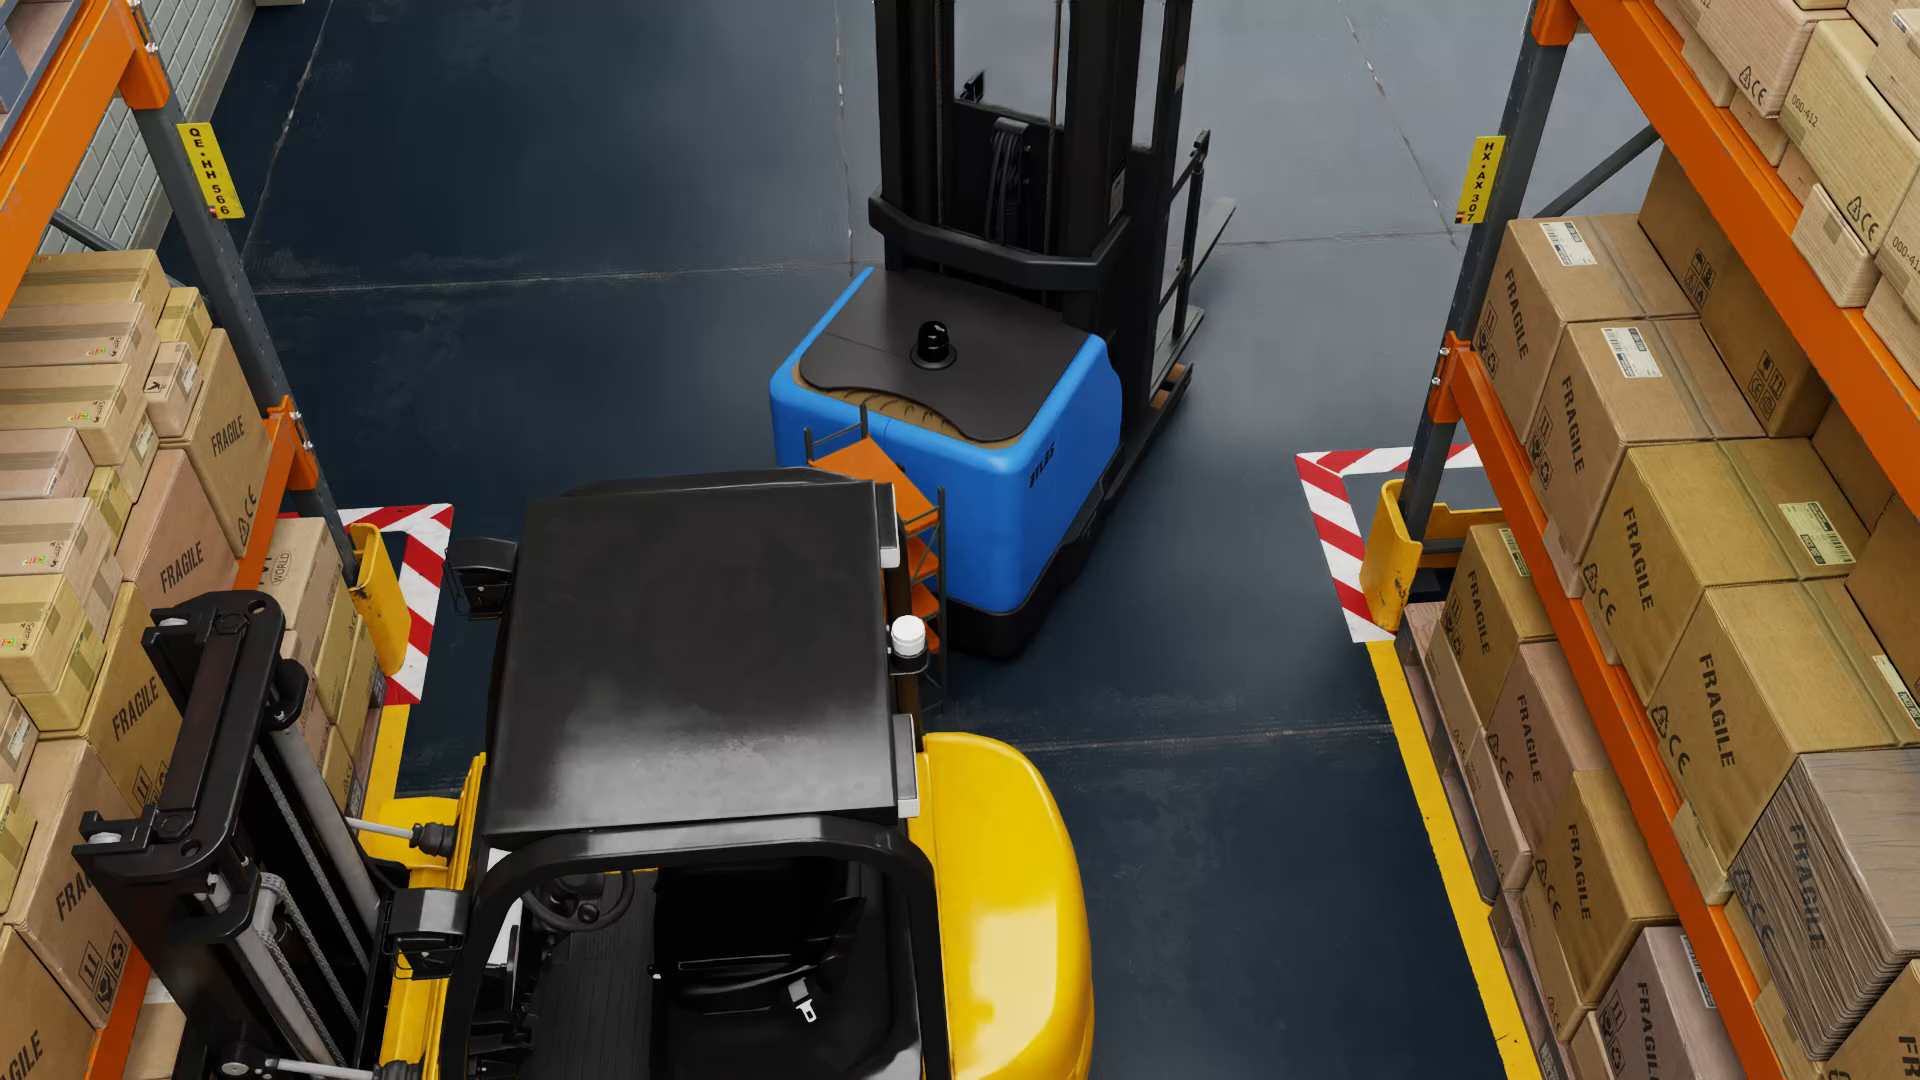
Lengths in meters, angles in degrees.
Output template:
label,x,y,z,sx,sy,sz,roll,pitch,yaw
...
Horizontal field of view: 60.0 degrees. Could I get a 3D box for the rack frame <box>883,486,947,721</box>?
label,x,y,z,sx,sy,sz,roll,pitch,yaw
rack frame,-0.152,0.289,5.786,0.240,1.200,0.015,-26,52,-22

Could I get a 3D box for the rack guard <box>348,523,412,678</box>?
label,x,y,z,sx,sy,sz,roll,pitch,yaw
rack guard,-2.745,0.264,6.292,1.175,0.500,0.348,-3,47,-3

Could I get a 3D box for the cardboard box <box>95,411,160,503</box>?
label,x,y,z,sx,sy,sz,roll,pitch,yaw
cardboard box,-2.423,-0.227,4.520,0.380,0.149,0.250,-3,47,-3

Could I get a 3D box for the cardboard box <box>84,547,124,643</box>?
label,x,y,z,sx,sy,sz,roll,pitch,yaw
cardboard box,-2.344,0.143,4.169,0.380,0.149,0.250,-5,47,-5

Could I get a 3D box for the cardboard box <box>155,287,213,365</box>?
label,x,y,z,sx,sy,sz,roll,pitch,yaw
cardboard box,-2.435,-0.602,4.875,0.380,0.149,0.250,-3,47,-3

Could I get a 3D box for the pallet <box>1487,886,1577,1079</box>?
label,x,y,z,sx,sy,sz,roll,pitch,yaw
pallet,2.341,1.602,5.224,1.003,0.211,1.213,-3,47,-3

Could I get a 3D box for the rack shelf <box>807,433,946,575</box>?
label,x,y,z,sx,sy,sz,roll,pitch,yaw
rack shelf,-0.287,-0.128,5.641,0.258,0.148,0.480,-26,52,-22

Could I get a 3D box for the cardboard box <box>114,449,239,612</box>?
label,x,y,z,sx,sy,sz,roll,pitch,yaw
cardboard box,-2.406,0.103,4.654,0.500,0.500,0.500,-2,47,-2

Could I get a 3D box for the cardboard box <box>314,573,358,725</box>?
label,x,y,z,sx,sy,sz,roll,pitch,yaw
cardboard box,-2.391,0.384,5.717,0.500,0.250,0.500,-4,47,-4

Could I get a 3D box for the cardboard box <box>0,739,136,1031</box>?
label,x,y,z,sx,sy,sz,roll,pitch,yaw
cardboard box,-2.310,0.837,3.959,0.500,0.500,0.500,-3,47,-3

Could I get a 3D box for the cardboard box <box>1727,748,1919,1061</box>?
label,x,y,z,sx,sy,sz,roll,pitch,yaw
cardboard box,2.155,0.821,3.769,0.500,0.500,0.500,-2,47,-2

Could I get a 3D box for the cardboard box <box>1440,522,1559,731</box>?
label,x,y,z,sx,sy,sz,roll,pitch,yaw
cardboard box,1.997,0.278,5.645,0.500,0.500,0.500,-5,47,-5

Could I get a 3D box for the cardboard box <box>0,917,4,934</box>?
label,x,y,z,sx,sy,sz,roll,pitch,yaw
cardboard box,-2.251,0.884,3.468,0.380,0.149,0.250,-5,47,-5

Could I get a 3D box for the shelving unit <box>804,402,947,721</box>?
label,x,y,z,sx,sy,sz,roll,pitch,yaw
shelving unit,-0.287,0.142,5.926,0.258,1.200,0.503,-26,52,-22

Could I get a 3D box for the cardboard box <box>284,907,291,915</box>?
label,x,y,z,sx,sy,sz,roll,pitch,yaw
cardboard box,-2.295,1.120,5.020,0.500,0.250,0.500,-4,47,-4

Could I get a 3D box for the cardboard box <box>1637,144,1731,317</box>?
label,x,y,z,sx,sy,sz,roll,pitch,yaw
cardboard box,2.463,-1.007,4.812,0.700,0.500,0.500,-5,47,-4

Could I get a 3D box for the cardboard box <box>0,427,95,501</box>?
label,x,y,z,sx,sy,sz,roll,pitch,yaw
cardboard box,-2.456,-0.143,4.235,0.380,0.149,0.250,-3,47,-3

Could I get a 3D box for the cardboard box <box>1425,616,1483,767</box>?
label,x,y,z,sx,sy,sz,roll,pitch,yaw
cardboard box,1.995,0.519,5.934,0.500,0.250,0.500,-4,47,-4

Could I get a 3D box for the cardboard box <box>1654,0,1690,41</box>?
label,x,y,z,sx,sy,sz,roll,pitch,yaw
cardboard box,2.018,-1.383,4.238,0.380,0.149,0.250,-5,47,-5

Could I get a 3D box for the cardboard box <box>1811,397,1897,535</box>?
label,x,y,z,sx,sy,sz,roll,pitch,yaw
cardboard box,2.643,-0.277,4.121,0.700,0.500,0.500,-4,47,-4

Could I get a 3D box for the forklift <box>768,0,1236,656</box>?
label,x,y,z,sx,sy,sz,roll,pitch,yaw
forklift,0.391,-1.642,6.423,1.130,2.935,3.031,19,50,17

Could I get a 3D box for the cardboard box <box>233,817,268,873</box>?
label,x,y,z,sx,sy,sz,roll,pitch,yaw
cardboard box,-2.293,0.927,4.859,0.500,0.250,0.500,-3,47,-3

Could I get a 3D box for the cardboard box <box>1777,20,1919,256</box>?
label,x,y,z,sx,sy,sz,roll,pitch,yaw
cardboard box,2.080,-0.847,3.456,0.500,0.250,0.500,-2,47,-2

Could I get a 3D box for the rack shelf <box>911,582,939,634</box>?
label,x,y,z,sx,sy,sz,roll,pitch,yaw
rack shelf,-0.287,0.188,5.975,0.258,0.148,0.480,-26,52,-22

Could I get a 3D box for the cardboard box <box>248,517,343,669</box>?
label,x,y,z,sx,sy,sz,roll,pitch,yaw
cardboard box,-2.394,0.193,5.553,0.500,0.250,0.500,-2,47,-2

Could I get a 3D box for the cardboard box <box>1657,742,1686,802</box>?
label,x,y,z,sx,sy,sz,roll,pitch,yaw
cardboard box,2.107,0.592,4.432,0.380,0.149,0.250,-5,47,-4

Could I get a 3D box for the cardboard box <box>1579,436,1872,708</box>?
label,x,y,z,sx,sy,sz,roll,pitch,yaw
cardboard box,2.057,0.083,4.468,0.500,0.500,0.500,-4,47,-4

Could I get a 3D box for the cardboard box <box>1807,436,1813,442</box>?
label,x,y,z,sx,sy,sz,roll,pitch,yaw
cardboard box,2.560,-0.281,4.813,0.500,0.500,0.500,-3,47,-3

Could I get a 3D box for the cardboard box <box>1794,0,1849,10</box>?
label,x,y,z,sx,sy,sz,roll,pitch,yaw
cardboard box,1.973,-1.280,3.591,0.380,0.149,0.250,-4,47,-3

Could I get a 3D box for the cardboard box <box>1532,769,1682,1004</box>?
label,x,y,z,sx,sy,sz,roll,pitch,yaw
cardboard box,2.079,1.020,4.943,0.500,0.500,0.500,-3,47,-3

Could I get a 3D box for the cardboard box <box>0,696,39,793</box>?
label,x,y,z,sx,sy,sz,roll,pitch,yaw
cardboard box,-2.372,0.511,3.821,0.380,0.149,0.250,-4,47,-4

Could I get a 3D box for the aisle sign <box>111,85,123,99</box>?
label,x,y,z,sx,sy,sz,roll,pitch,yaw
aisle sign,-2.456,-1.537,4.486,0.394,0.787,0.004,-3,47,-3

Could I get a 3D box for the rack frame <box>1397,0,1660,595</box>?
label,x,y,z,sx,sy,sz,roll,pitch,yaw
rack frame,2.203,-0.883,5.656,1.000,3.000,0.127,-3,47,-3

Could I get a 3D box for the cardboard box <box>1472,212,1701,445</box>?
label,x,y,z,sx,sy,sz,roll,pitch,yaw
cardboard box,1.966,-0.660,5.172,0.500,0.500,0.500,-4,47,-4

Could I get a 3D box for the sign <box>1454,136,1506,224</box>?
label,x,y,z,sx,sy,sz,roll,pitch,yaw
sign,1.662,-1.147,5.311,0.100,0.325,0.005,-3,47,-3

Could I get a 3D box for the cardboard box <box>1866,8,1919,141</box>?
label,x,y,z,sx,sy,sz,roll,pitch,yaw
cardboard box,2.029,-0.913,3.243,0.380,0.149,0.250,-2,47,-2

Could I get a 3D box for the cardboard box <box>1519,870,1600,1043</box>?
label,x,y,z,sx,sy,sz,roll,pitch,yaw
cardboard box,2.088,1.283,5.210,0.500,0.250,0.500,-1,47,-1

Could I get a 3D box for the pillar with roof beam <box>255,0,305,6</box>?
label,x,y,z,sx,sy,sz,roll,pitch,yaw
pillar with roof beam,0.205,-6.685,7.020,9.100,9.000,0.400,-3,47,-3

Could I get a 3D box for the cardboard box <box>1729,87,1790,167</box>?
label,x,y,z,sx,sy,sz,roll,pitch,yaw
cardboard box,2.051,-1.012,3.886,0.380,0.149,0.250,-4,47,-4

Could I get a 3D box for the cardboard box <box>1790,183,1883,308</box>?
label,x,y,z,sx,sy,sz,roll,pitch,yaw
cardboard box,2.019,-0.633,3.527,0.380,0.149,0.250,-3,47,-3

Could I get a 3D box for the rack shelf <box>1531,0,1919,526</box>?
label,x,y,z,sx,sy,sz,roll,pitch,yaw
rack shelf,2.370,-0.220,3.458,1.077,0.370,4.000,-3,47,-3

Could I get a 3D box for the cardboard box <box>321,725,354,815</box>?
label,x,y,z,sx,sy,sz,roll,pitch,yaw
cardboard box,-2.357,0.904,5.569,0.500,0.250,0.500,-3,47,-3

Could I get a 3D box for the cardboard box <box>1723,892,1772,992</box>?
label,x,y,z,sx,sy,sz,roll,pitch,yaw
cardboard box,2.127,0.962,4.082,0.380,0.149,0.250,-4,47,-4

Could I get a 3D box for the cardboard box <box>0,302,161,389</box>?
label,x,y,z,sx,sy,sz,roll,pitch,yaw
cardboard box,-2.451,-0.515,4.588,0.380,0.149,0.250,-3,47,-3

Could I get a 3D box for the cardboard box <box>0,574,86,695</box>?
label,x,y,z,sx,sy,sz,roll,pitch,yaw
cardboard box,-2.296,0.226,3.886,0.380,0.149,0.250,-3,47,-3

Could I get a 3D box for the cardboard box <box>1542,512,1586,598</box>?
label,x,y,z,sx,sy,sz,roll,pitch,yaw
cardboard box,1.977,0.027,4.968,0.380,0.149,0.250,-3,47,-3

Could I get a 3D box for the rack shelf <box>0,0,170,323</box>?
label,x,y,z,sx,sy,sz,roll,pitch,yaw
rack shelf,-2.576,0.085,3.170,1.077,0.370,4.000,-3,47,-3
